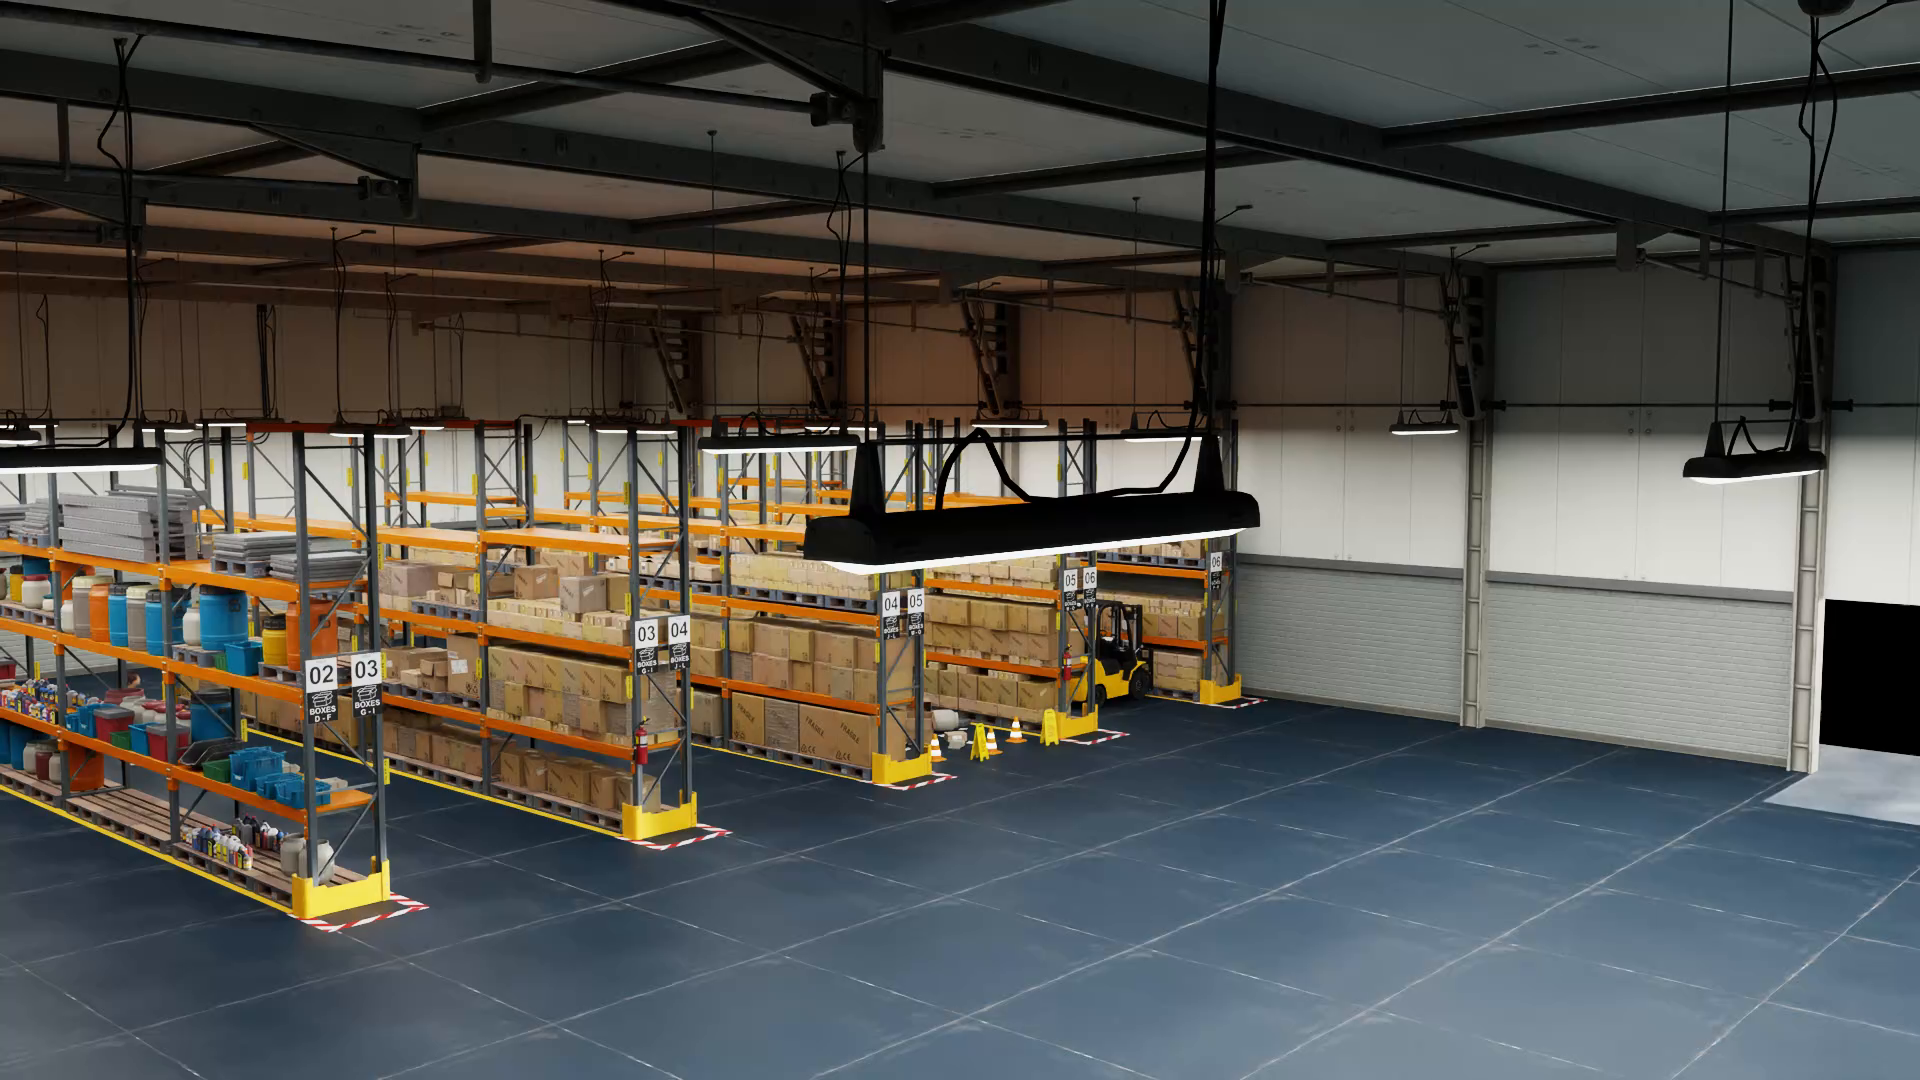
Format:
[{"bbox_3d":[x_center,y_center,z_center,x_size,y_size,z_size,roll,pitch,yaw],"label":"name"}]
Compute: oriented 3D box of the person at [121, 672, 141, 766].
[{"bbox_3d":[-14.388,3.129,29.075,0.640,1.658,0.493,0,5,0],"label":"person"}]
